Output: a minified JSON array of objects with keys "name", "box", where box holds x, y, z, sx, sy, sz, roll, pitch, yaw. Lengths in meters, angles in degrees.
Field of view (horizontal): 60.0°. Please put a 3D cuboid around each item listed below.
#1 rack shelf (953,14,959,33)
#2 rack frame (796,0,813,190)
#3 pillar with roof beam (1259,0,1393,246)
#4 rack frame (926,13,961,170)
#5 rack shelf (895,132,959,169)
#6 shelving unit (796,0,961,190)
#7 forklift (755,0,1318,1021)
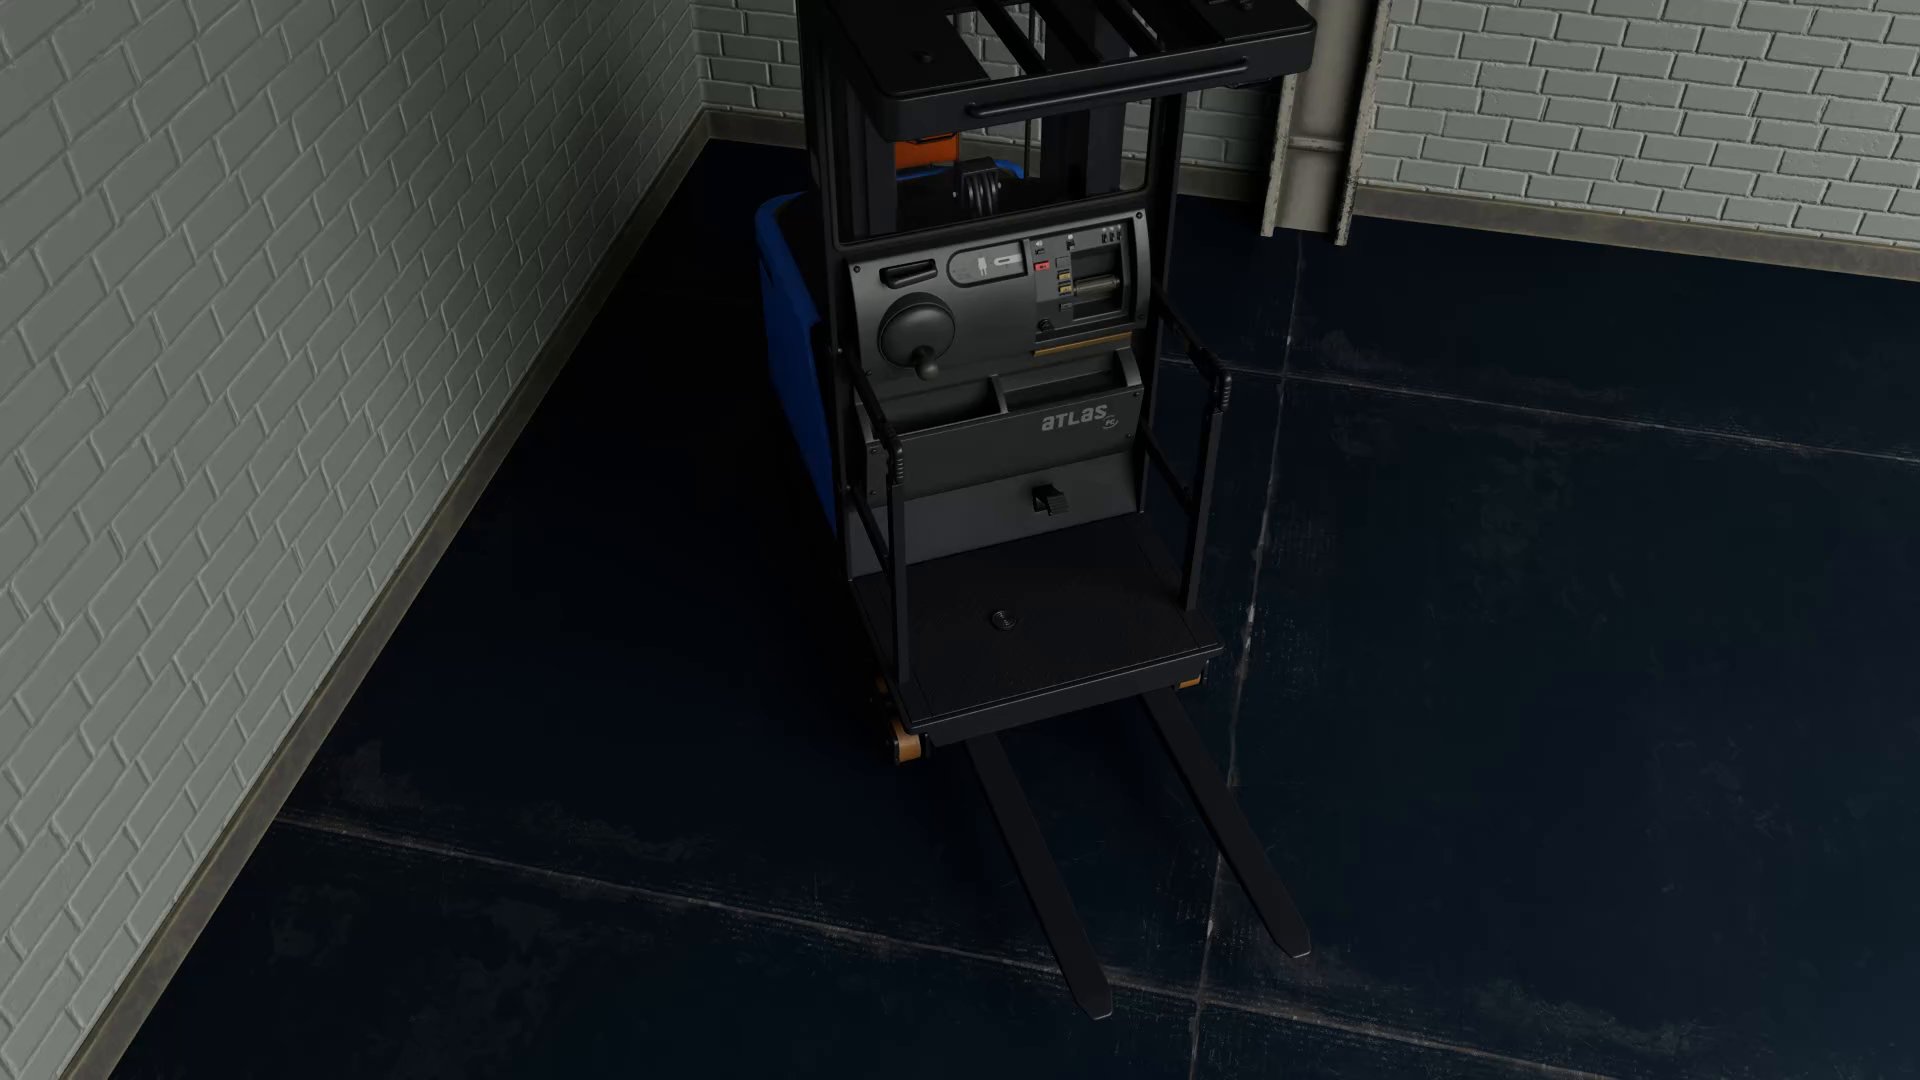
[{"name":"rack shelf","box":[-0.297,-2.017,5.842,0.480,0.518,0.431,-13,45,-13]},{"name":"rack frame","box":[-0.528,-1.469,6.262,0.015,2.100,0.400,-13,45,-13]},{"name":"pillar with roof beam","box":[0.677,-1.818,1.650,0.400,9.000,9.100,9,45,9]},{"name":"rack frame","box":[-0.065,-1.577,6.374,0.015,2.100,0.400,-13,45,-13]},{"name":"rack shelf","box":[-0.297,-1.513,6.327,0.480,0.518,0.431,-13,45,-13]},{"name":"shelving unit","box":[-0.297,-1.523,6.318,0.503,2.100,0.431,-13,45,-13]},{"name":"forklift","box":[0.198,-0.647,4.809,1.130,2.935,3.031,-13,45,-13]}]
